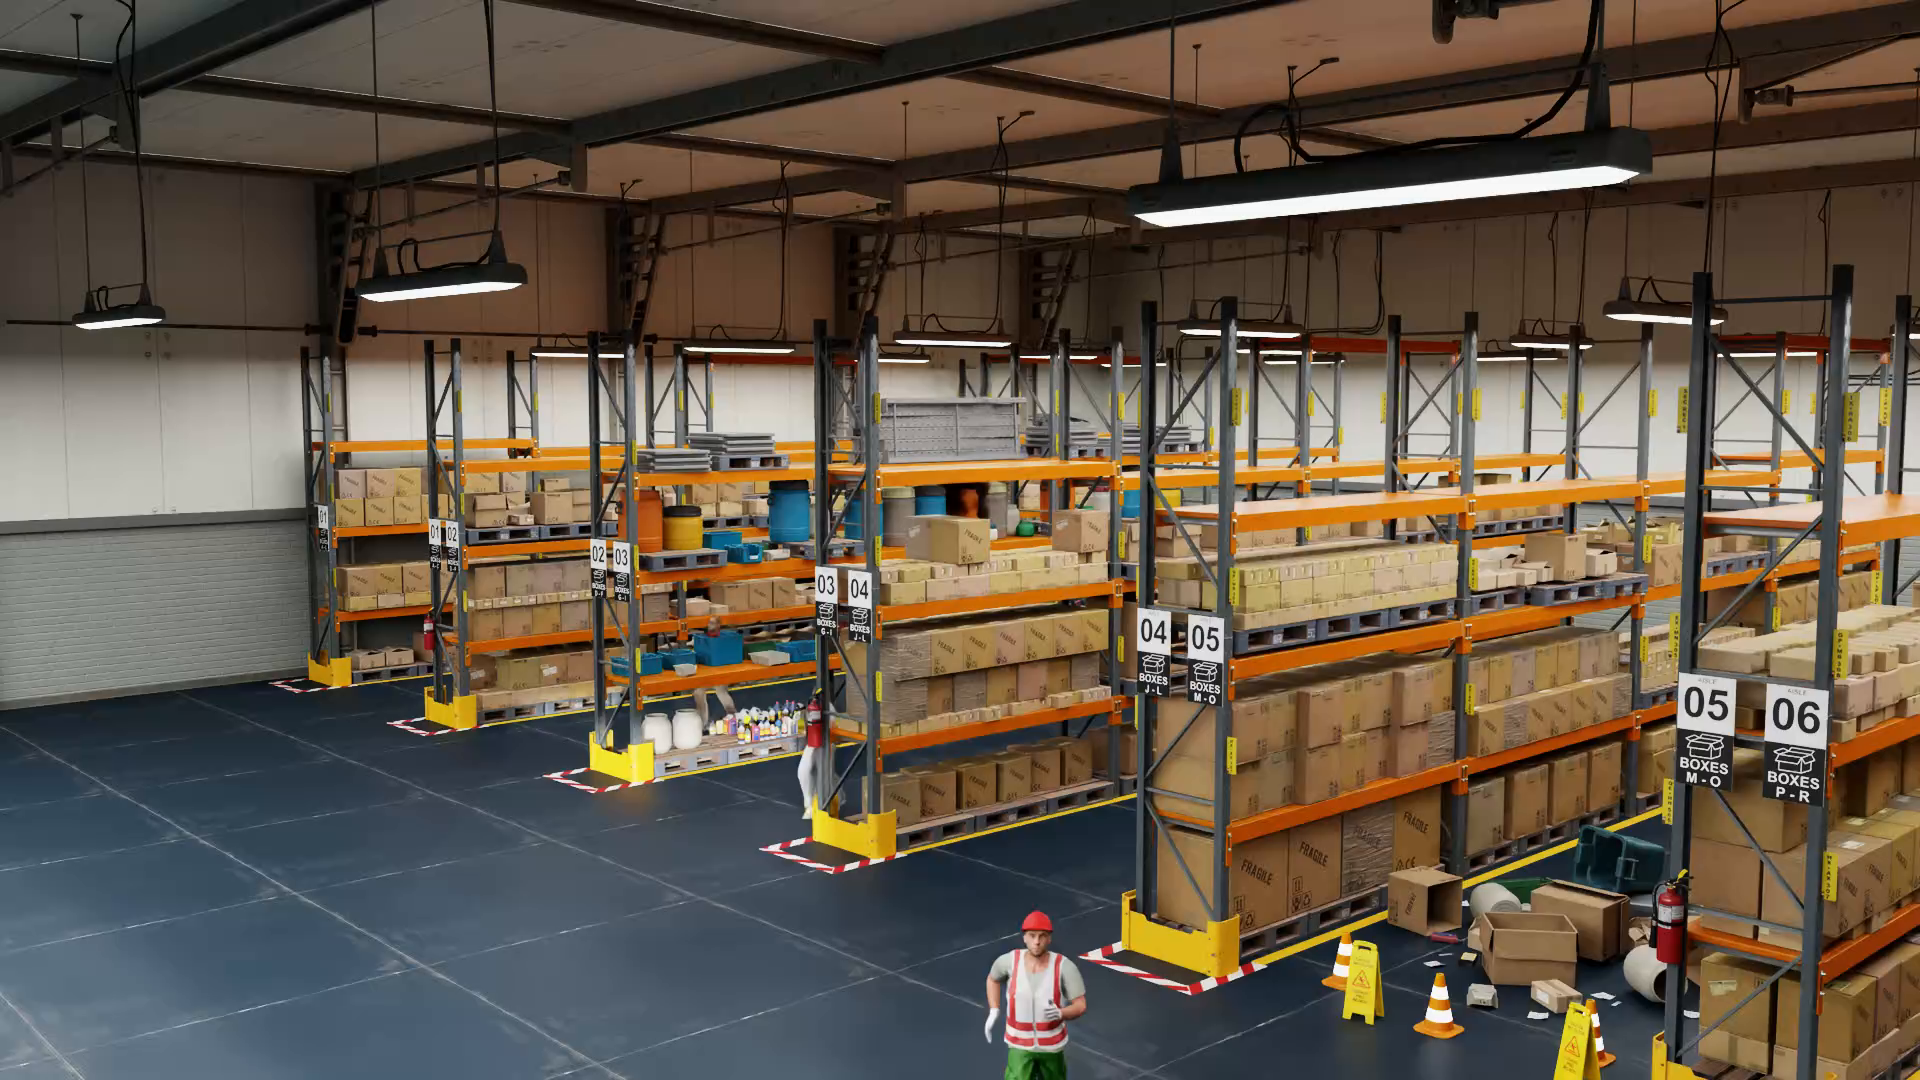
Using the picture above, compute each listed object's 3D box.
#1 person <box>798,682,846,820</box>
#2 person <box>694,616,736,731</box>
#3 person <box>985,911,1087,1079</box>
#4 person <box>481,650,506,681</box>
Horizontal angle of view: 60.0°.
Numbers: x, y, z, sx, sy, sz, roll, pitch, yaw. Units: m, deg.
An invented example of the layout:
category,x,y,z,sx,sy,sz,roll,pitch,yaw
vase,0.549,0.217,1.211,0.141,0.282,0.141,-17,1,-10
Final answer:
category,x,y,z,sx,sy,sz,roll,pitch,yaw
person,-1.673,2.553,20.315,0.548,1.722,0.741,4,7,40
person,-3.781,2.068,25.580,0.638,1.801,0.787,4,6,36
person,0.491,3.297,10.799,0.656,1.805,0.940,0,5,1
person,-7.983,1.864,28.243,0.567,1.634,0.588,-4,7,-40
